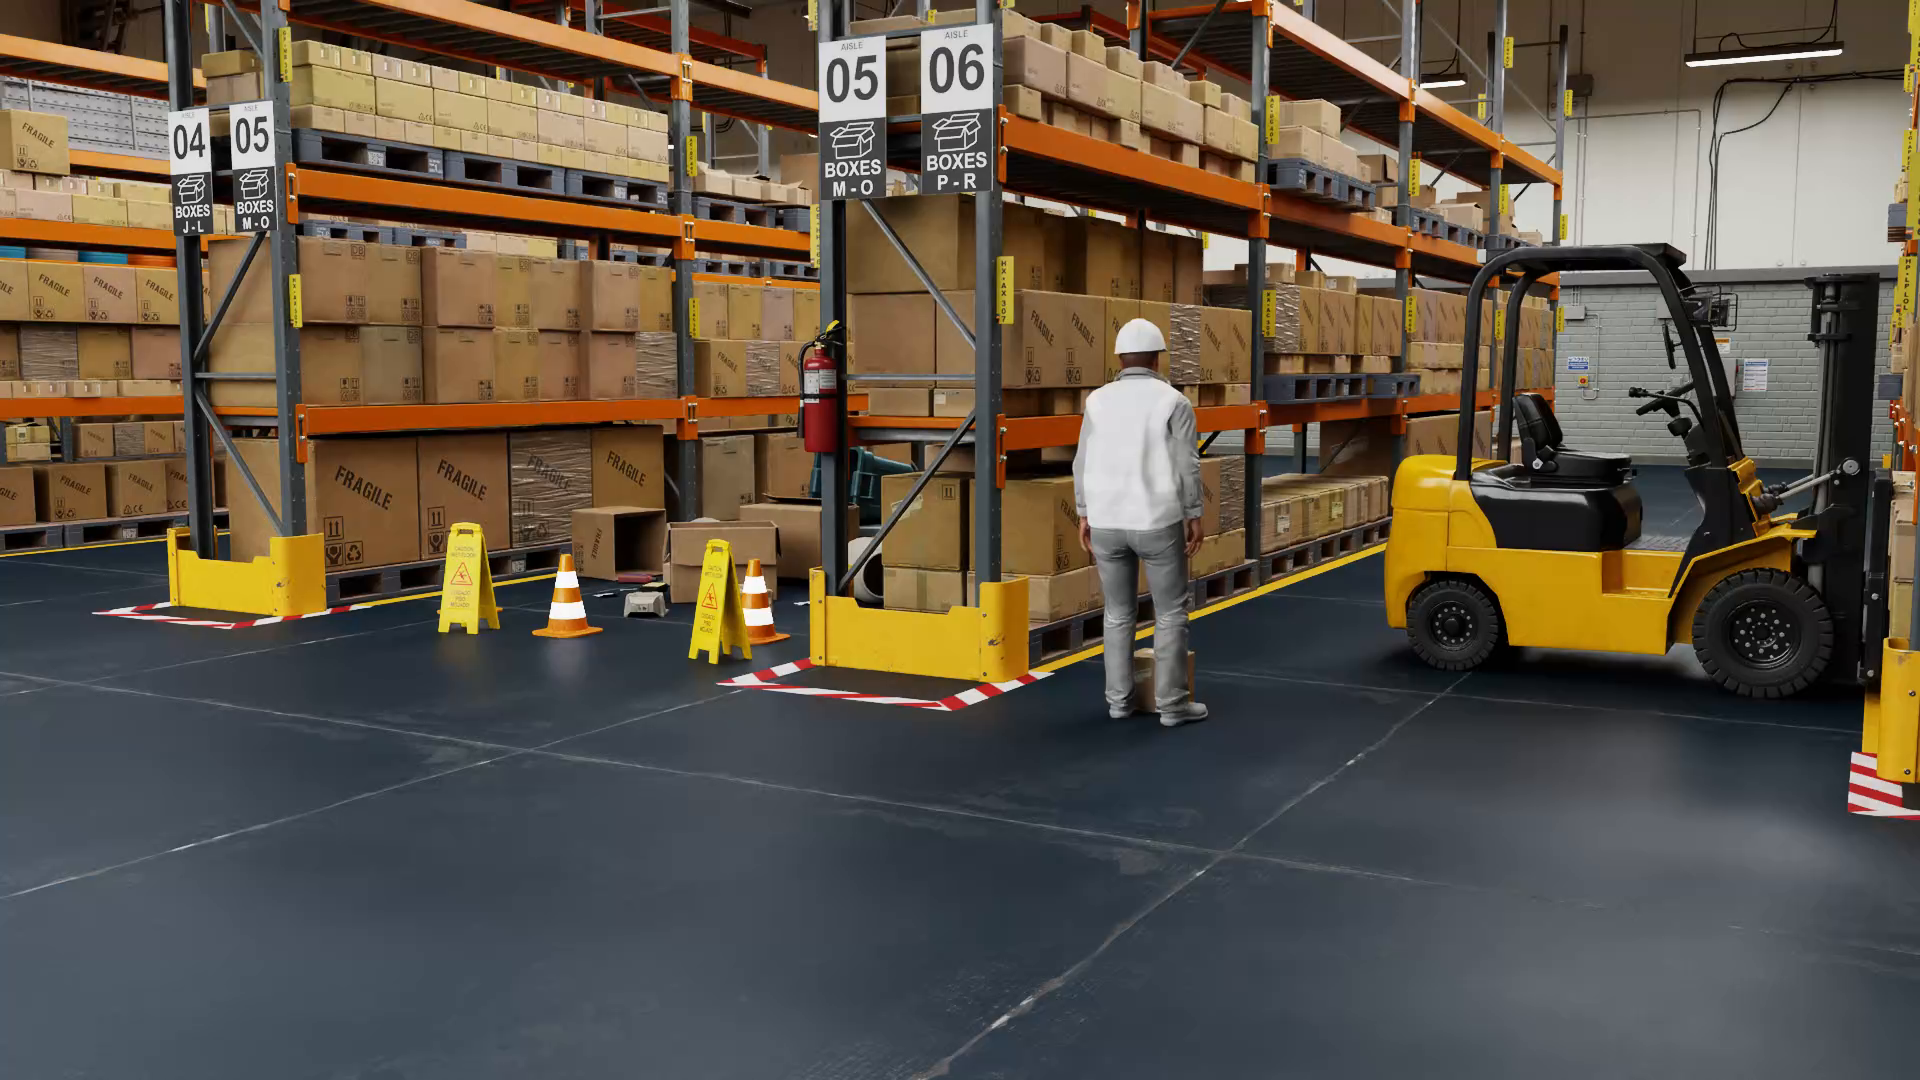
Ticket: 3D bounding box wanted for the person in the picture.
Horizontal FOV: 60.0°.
[{"bbox_3d":[0.793,-0.086,7.338,0.591,1.770,0.476,3,6,25],"label":"person"}]
